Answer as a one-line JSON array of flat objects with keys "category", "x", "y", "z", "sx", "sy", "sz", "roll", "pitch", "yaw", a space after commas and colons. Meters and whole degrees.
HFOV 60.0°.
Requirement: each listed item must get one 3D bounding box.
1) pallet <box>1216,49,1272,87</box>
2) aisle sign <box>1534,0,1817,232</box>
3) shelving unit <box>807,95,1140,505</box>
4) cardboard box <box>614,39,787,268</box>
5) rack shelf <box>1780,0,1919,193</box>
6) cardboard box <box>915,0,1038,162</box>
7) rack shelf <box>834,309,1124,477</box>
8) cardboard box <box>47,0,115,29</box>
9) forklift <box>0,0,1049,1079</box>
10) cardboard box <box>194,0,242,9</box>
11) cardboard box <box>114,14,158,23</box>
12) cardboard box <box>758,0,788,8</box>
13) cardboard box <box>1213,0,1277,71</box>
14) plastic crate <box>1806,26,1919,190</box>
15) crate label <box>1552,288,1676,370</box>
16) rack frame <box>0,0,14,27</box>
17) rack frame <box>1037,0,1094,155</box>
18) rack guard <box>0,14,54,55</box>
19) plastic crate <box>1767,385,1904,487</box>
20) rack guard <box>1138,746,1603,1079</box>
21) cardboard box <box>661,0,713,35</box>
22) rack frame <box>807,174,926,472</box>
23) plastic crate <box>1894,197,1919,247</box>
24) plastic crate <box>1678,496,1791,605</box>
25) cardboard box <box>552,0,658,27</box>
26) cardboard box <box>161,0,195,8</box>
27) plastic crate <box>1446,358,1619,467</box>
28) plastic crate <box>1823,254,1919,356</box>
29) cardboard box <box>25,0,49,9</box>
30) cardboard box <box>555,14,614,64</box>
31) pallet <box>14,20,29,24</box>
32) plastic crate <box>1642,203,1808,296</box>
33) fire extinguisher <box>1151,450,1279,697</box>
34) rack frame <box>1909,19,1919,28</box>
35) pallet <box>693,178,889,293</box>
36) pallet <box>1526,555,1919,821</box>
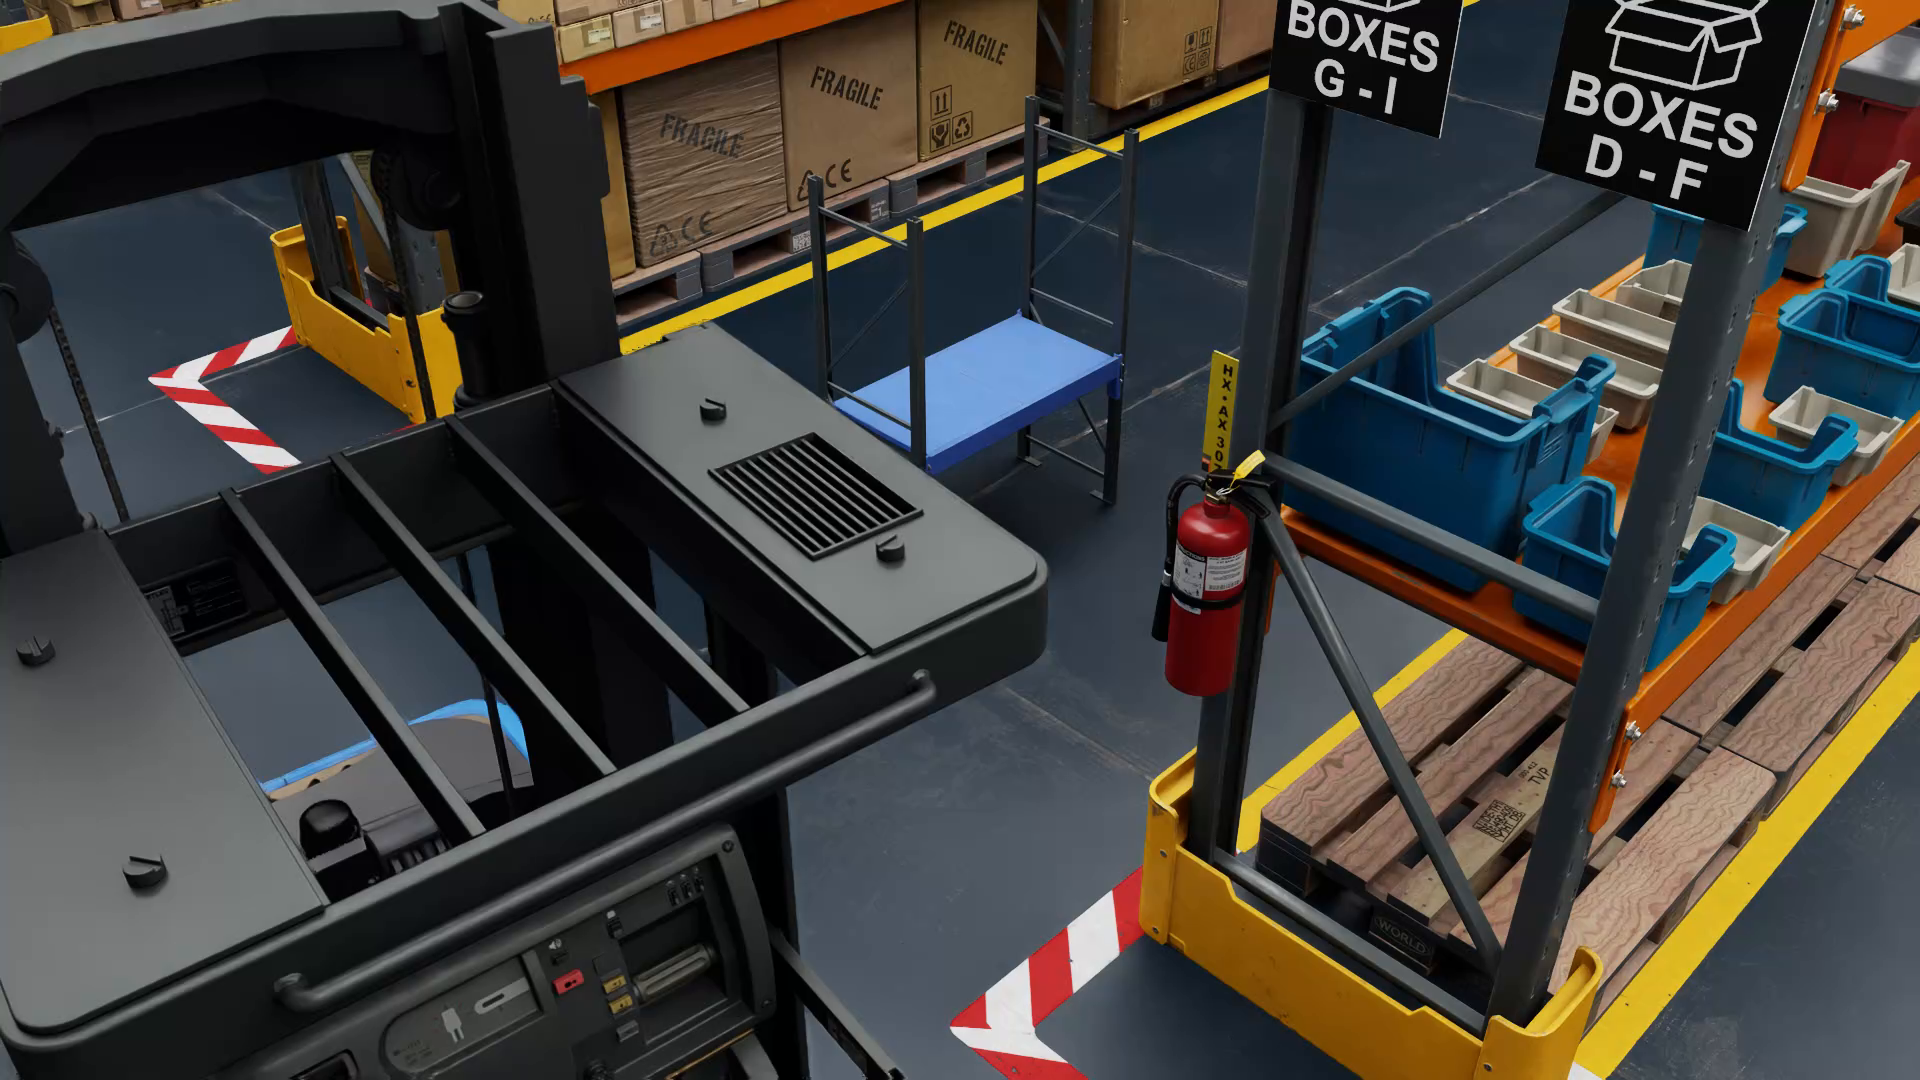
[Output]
[{"category": "pallet", "x": 1.674, "y": -3.319, "z": 10.824, "sx": 1.003, "sy": 0.211, "sz": 1.213, "roll": 30, "pitch": 45, "yaw": 35}, {"category": "aisle sign", "x": 1.180, "y": -0.919, "z": 2.672, "sx": 0.394, "sy": 0.787, "sz": 0.004, "roll": 30, "pitch": 45, "yaw": 35}, {"category": "shelving unit", "x": 0.060, "y": -0.650, "z": 5.871, "sx": 0.538, "sy": 1.500, "sz": 1.048, "roll": 30, "pitch": 45, "yaw": 35}, {"category": "cardboard box", "x": -1.459, "y": -1.960, "z": 7.928, "sx": 0.875, "sy": 0.875, "sz": 0.875, "roll": 30, "pitch": 45, "yaw": 35}, {"category": "rack shelf", "x": 2.429, "y": -1.748, "z": 4.142, "sx": 1.077, "sy": 0.370, "sz": 4.000, "roll": 30, "pitch": 45, "yaw": 35}, {"category": "cardboard box", "x": -0.198, "y": -2.686, "z": 8.970, "sx": 0.875, "sy": 0.875, "sz": 0.875, "roll": 30, "pitch": 45, "yaw": 35}, {"category": "rack shelf", "x": 0.060, "y": -0.502, "z": 5.974, "sx": 0.538, "sy": 0.185, "sz": 1.000, "roll": 30, "pitch": 45, "yaw": 35}, {"category": "cardboard box", "x": -5.392, "y": -3.272, "z": 10.184, "sx": 0.250, "sy": 0.149, "sz": 0.380, "roll": -28, "pitch": 44, "yaw": -34}, {"category": "forklift", "x": -0.591, "y": 0.858, "z": 2.458, "sx": 1.130, "sy": 2.935, "sz": 3.031, "roll": -24, "pitch": 41, "yaw": -30}, {"category": "cardboard box", "x": -4.792, "y": -3.427, "z": 10.666, "sx": 0.250, "sy": 0.149, "sz": 0.380, "roll": -29, "pitch": 44, "yaw": -35}, {"category": "cardboard box", "x": -5.221, "y": -3.263, "z": 10.432, "sx": 0.380, "sy": 0.149, "sz": 0.250, "roll": 29, "pitch": 44, "yaw": 35}, {"category": "cardboard box", "x": -0.927, "y": -2.531, "z": 7.476, "sx": 0.380, "sy": 0.149, "sz": 0.250, "roll": 28, "pitch": 44, "yaw": 34}, {"category": "cardboard box", "x": 1.389, "y": -3.553, "z": 10.213, "sx": 1.225, "sy": 0.875, "sz": 0.875, "roll": 28, "pitch": 44, "yaw": 34}, {"category": "plastic crate", "x": 3.032, "y": -1.415, "z": 5.548, "sx": 0.402, "sy": 0.464, "sz": 0.583, "roll": 30, "pitch": 45, "yaw": 35}, {"category": "crate label", "x": 1.860, "y": -0.556, "z": 4.604, "sx": 0.396, "sy": 0.136, "sz": 0.243, "roll": 30, "pitch": 45, "yaw": 35}, {"category": "rack frame", "x": -5.943, "y": -4.038, "z": 9.417, "sx": 1.000, "sy": 3.000, "sz": 0.127, "roll": 30, "pitch": 45, "yaw": 35}, {"category": "rack frame", "x": 0.324, "y": -3.621, "z": 8.820, "sx": 1.000, "sy": 3.000, "sz": 0.127, "roll": 30, "pitch": 45, "yaw": 35}, {"category": "rack guard", "x": -5.890, "y": -3.043, "z": 10.176, "sx": 1.175, "sy": 0.500, "sz": 0.348, "roll": 30, "pitch": 45, "yaw": 35}, {"category": "plastic crate", "x": 2.191, "y": -0.257, "z": 4.175, "sx": 0.250, "sy": 0.136, "sz": 0.298, "roll": 30, "pitch": 45, "yaw": 35}, {"category": "rack guard", "x": 1.013, "y": 1.039, "z": 4.323, "sx": 1.175, "sy": 0.500, "sz": 0.348, "roll": 30, "pitch": 45, "yaw": 35}, {"category": "cardboard box", "x": -1.288, "y": -2.323, "z": 7.179, "sx": 0.380, "sy": 0.149, "sz": 0.250, "roll": 29, "pitch": 44, "yaw": 34}, {"category": "rack frame", "x": -0.298, "y": -0.443, "z": 5.575, "sx": 0.500, "sy": 1.500, "sz": 0.032, "roll": 30, "pitch": 45, "yaw": 35}, {"category": "plastic crate", "x": 3.241, "y": -0.974, "z": 5.213, "sx": 0.437, "sy": 0.125, "sz": 0.590, "roll": 30, "pitch": 45, "yaw": 35}, {"category": "plastic crate", "x": 1.713, "y": 0.018, "z": 3.780, "sx": 0.250, "sy": 0.136, "sz": 0.298, "roll": 30, "pitch": 45, "yaw": 35}, {"category": "cardboard box", "x": -1.603, "y": -2.358, "z": 6.880, "sx": 0.500, "sy": 0.250, "sz": 0.500, "roll": 29, "pitch": 44, "yaw": 35}, {"category": "cardboard box", "x": -5.049, "y": -3.495, "z": 10.504, "sx": 0.250, "sy": 0.149, "sz": 0.380, "roll": -29, "pitch": 44, "yaw": -35}, {"category": "plastic crate", "x": 1.466, "y": -0.322, "z": 4.267, "sx": 0.396, "sy": 0.136, "sz": 0.243, "roll": 30, "pitch": 45, "yaw": 35}, {"category": "plastic crate", "x": 2.567, "y": -0.581, "z": 4.555, "sx": 0.416, "sy": 0.233, "sz": 0.300, "roll": 30, "pitch": 45, "yaw": 35}, {"category": "cardboard box", "x": -5.774, "y": -3.492, "z": 10.500, "sx": 0.380, "sy": 0.149, "sz": 0.250, "roll": 28, "pitch": 44, "yaw": 34}, {"category": "cardboard box", "x": -1.650, "y": -2.114, "z": 6.879, "sx": 0.380, "sy": 0.149, "sz": 0.250, "roll": 28, "pitch": 44, "yaw": 34}, {"category": "pallet", "x": -5.292, "y": -3.240, "z": 10.712, "sx": 1.003, "sy": 0.211, "sz": 1.213, "roll": 30, "pitch": 45, "yaw": 35}, {"category": "plastic crate", "x": 2.285, "y": -0.894, "z": 5.004, "sx": 0.416, "sy": 0.233, "sz": 0.300, "roll": 30, "pitch": 45, "yaw": 35}, {"category": "fire extinguisher", "x": 0.592, "y": 0.061, "z": 3.933, "sx": 0.296, "sy": 0.674, "sz": 0.183, "roll": 30, "pitch": 45, "yaw": 35}, {"category": "rack frame", "x": 3.839, "y": -1.625, "z": 5.958, "sx": 1.000, "sy": 3.000, "sz": 0.127, "roll": 30, "pitch": 45, "yaw": 35}, {"category": "pallet", "x": -1.127, "y": -1.703, "z": 8.507, "sx": 1.003, "sy": 0.211, "sz": 1.213, "roll": 30, "pitch": 45, "yaw": 35}, {"category": "pallet", "x": 2.488, "y": 0.330, "z": 5.592, "sx": 1.003, "sy": 0.211, "sz": 1.213, "roll": 30, "pitch": 45, "yaw": 35}]
